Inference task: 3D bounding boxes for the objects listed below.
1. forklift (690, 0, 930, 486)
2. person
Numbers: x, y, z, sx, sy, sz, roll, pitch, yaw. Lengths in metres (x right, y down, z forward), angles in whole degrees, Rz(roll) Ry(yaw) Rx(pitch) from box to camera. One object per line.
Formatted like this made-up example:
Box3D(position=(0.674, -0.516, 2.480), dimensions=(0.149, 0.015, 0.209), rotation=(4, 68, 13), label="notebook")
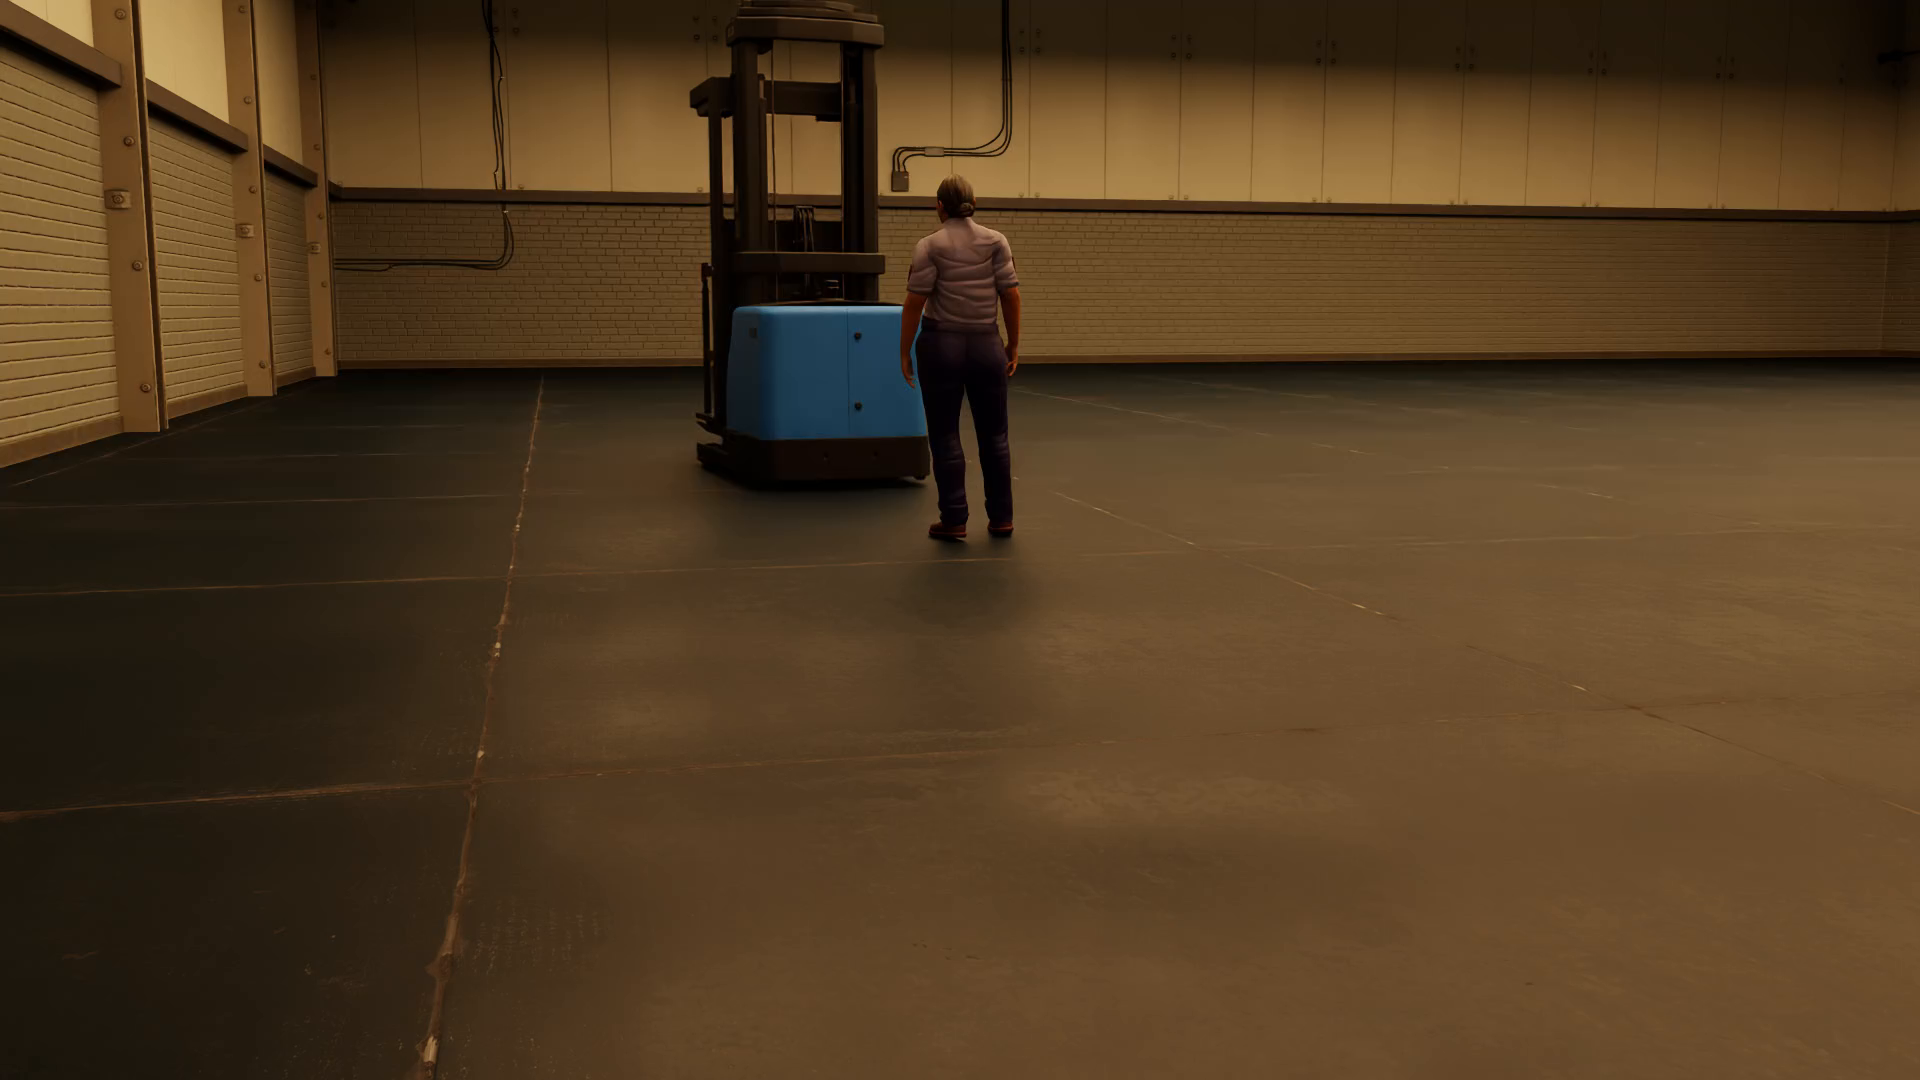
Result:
Box3D(position=(-1.145, -1.937, 10.969), dimensions=(1.130, 2.935, 3.031), rotation=(-3, 8, -19), label="forklift")
Box3D(position=(0.001, -0.837, 7.683), dimensions=(0.598, 1.651, 0.503), rotation=(-2, 8, -13), label="person")
